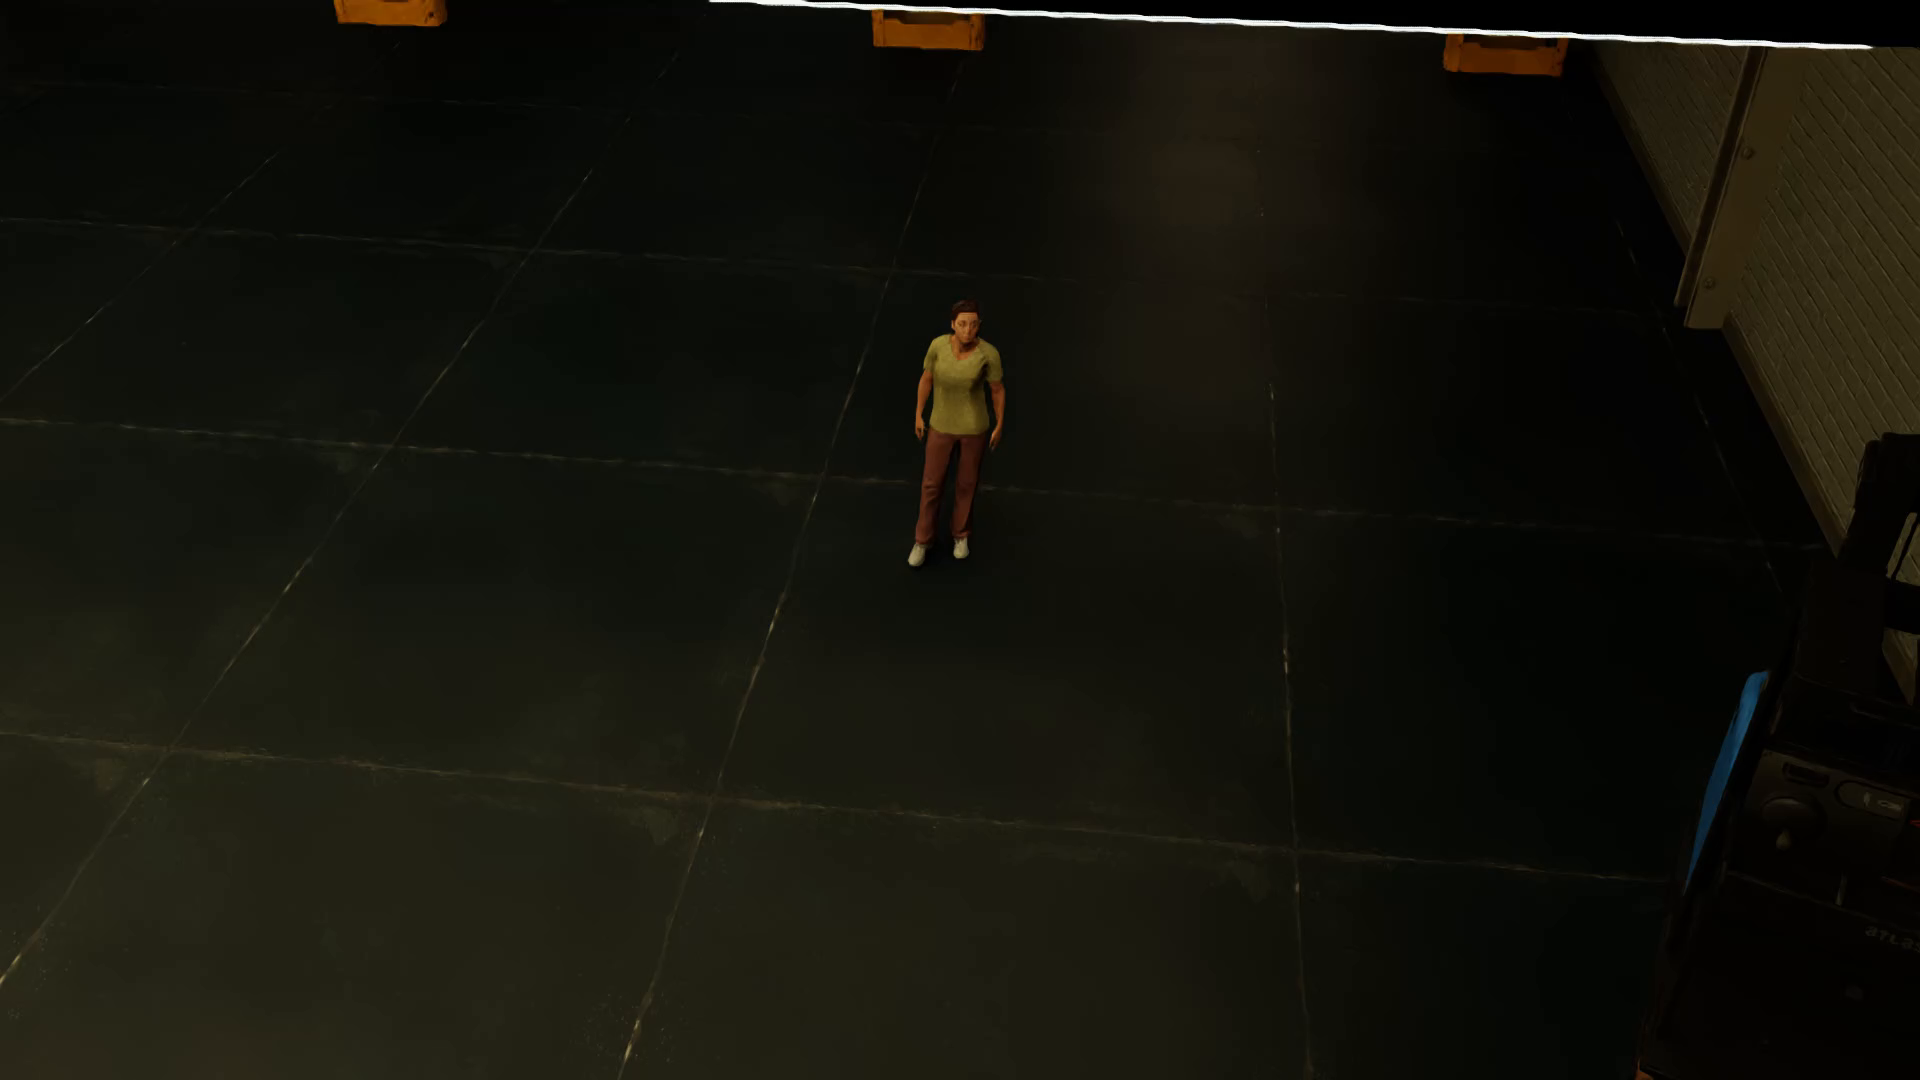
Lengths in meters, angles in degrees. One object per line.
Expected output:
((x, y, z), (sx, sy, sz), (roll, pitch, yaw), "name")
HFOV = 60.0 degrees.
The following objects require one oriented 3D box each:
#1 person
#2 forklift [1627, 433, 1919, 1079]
((-0.020, -0.633, 9.944), (0.554, 1.663, 0.548), (4, 37, 6), "person")
((3.535, 1.193, 6.412), (1.130, 2.935, 3.031), (17, 40, 21), "forklift")
